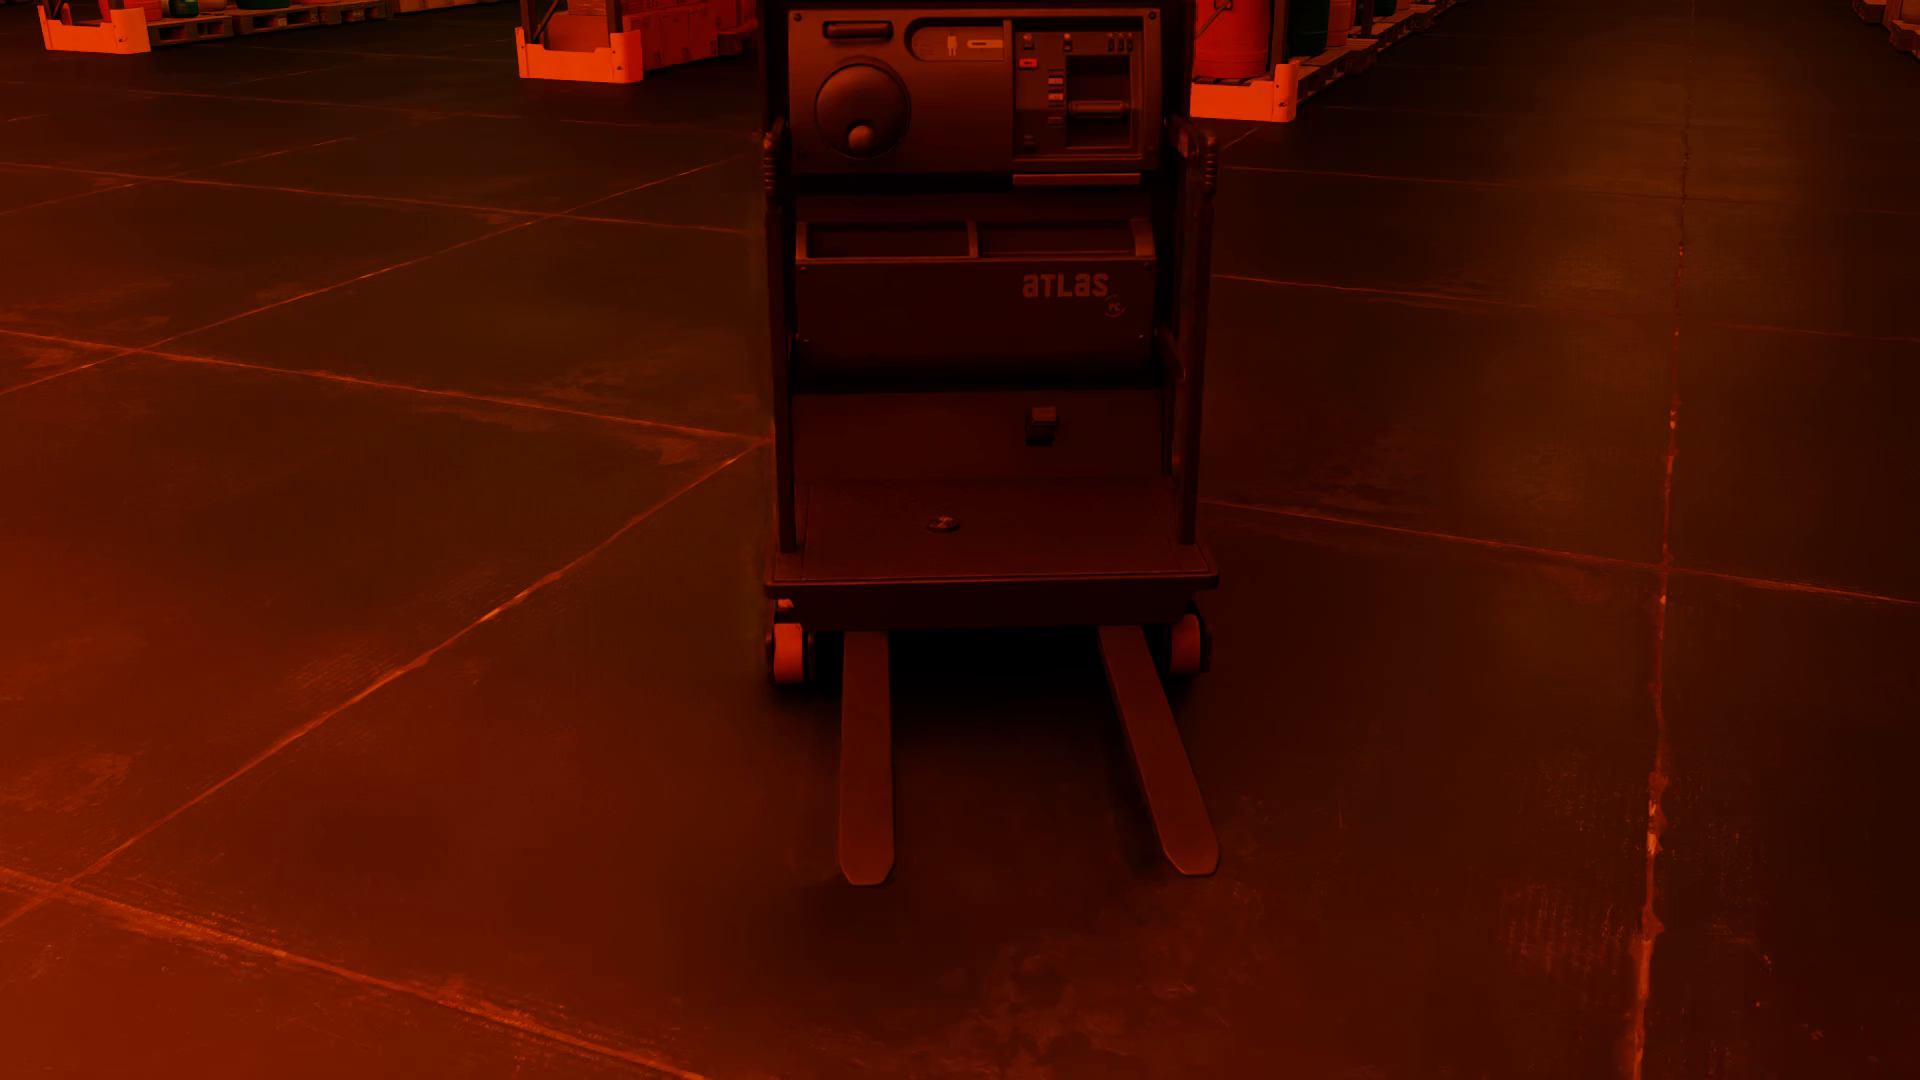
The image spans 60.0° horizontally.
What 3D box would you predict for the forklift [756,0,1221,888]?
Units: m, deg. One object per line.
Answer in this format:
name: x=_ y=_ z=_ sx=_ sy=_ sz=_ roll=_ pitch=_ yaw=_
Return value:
forklift: x=0.053 y=-1.110 z=3.949 sx=1.130 sy=2.935 sz=3.031 roll=-1 pitch=23 yaw=-3
